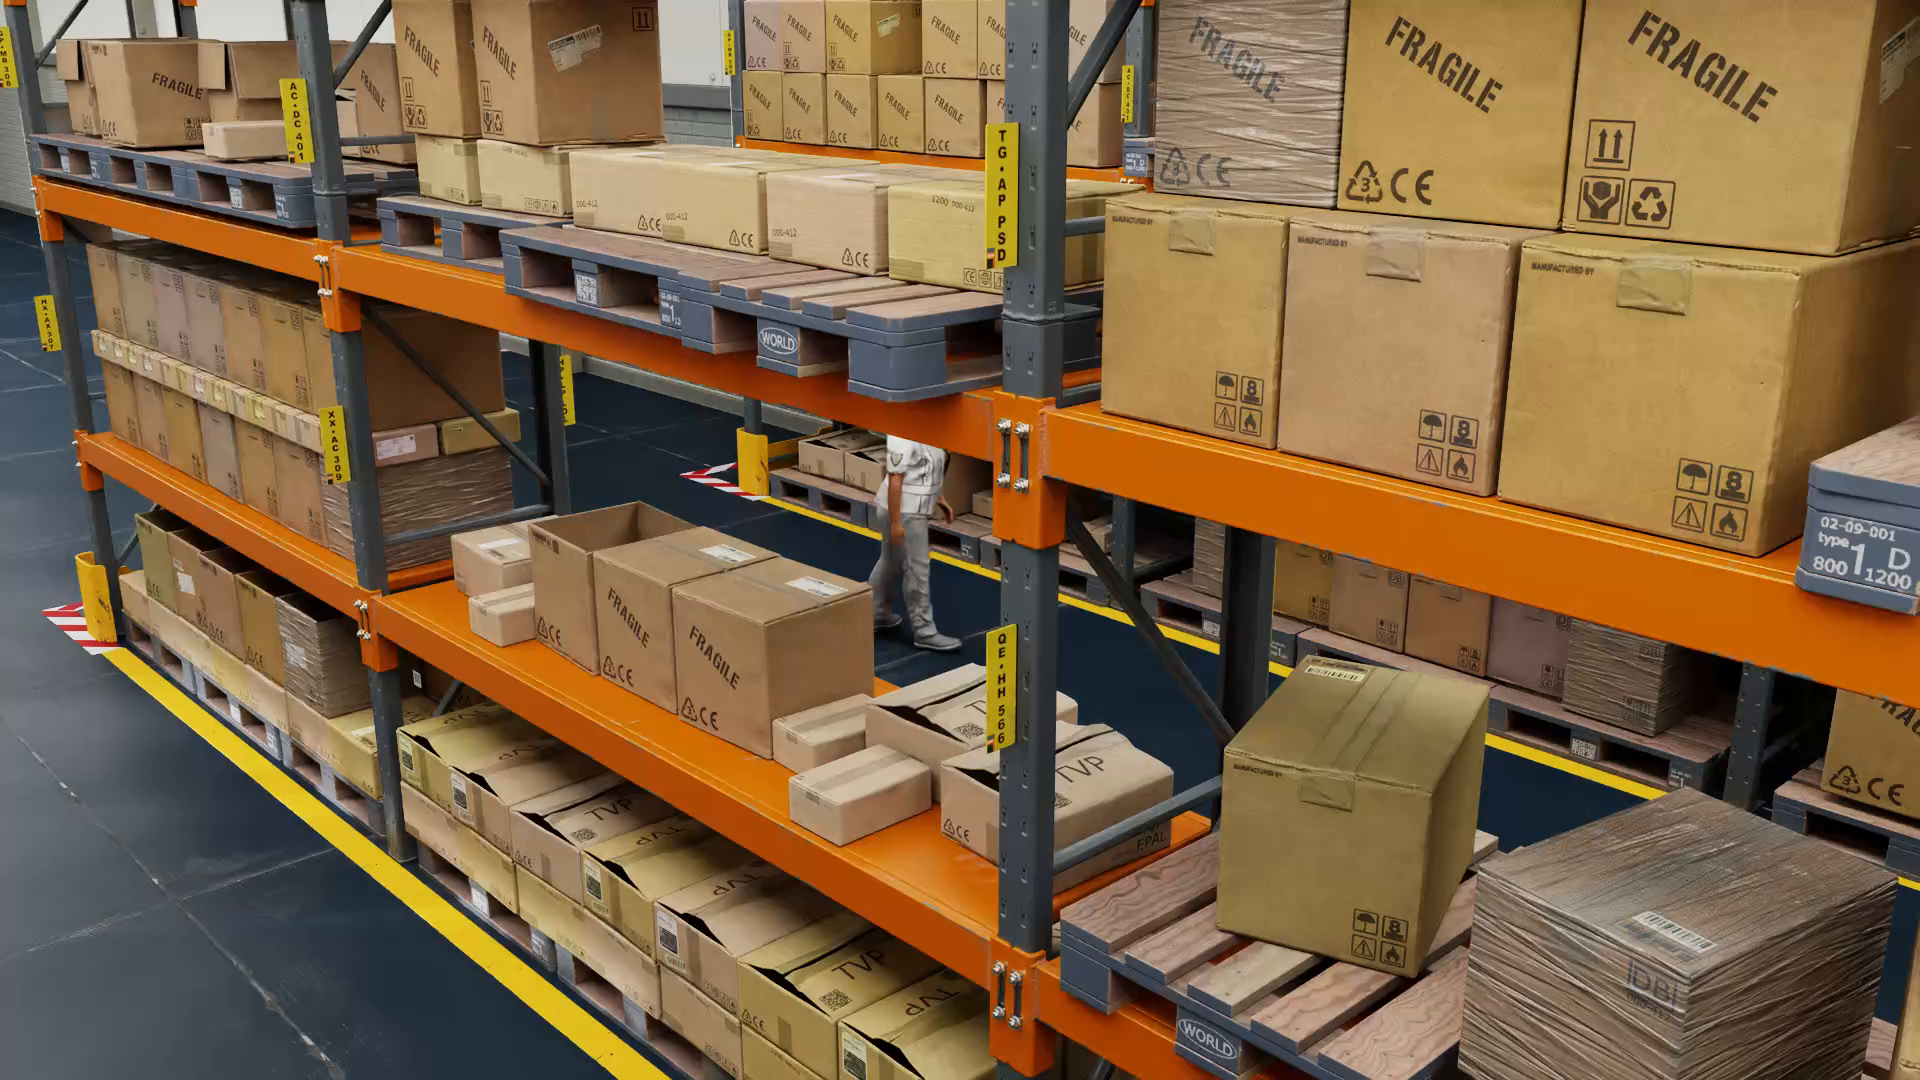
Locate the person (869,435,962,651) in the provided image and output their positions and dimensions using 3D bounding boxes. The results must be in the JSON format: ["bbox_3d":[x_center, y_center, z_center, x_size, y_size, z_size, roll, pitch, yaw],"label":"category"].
[{"bbox_3d":[-0.298,-0.175,10.066,0.674,1.643,0.531,3,18,9],"label":"person"}]
